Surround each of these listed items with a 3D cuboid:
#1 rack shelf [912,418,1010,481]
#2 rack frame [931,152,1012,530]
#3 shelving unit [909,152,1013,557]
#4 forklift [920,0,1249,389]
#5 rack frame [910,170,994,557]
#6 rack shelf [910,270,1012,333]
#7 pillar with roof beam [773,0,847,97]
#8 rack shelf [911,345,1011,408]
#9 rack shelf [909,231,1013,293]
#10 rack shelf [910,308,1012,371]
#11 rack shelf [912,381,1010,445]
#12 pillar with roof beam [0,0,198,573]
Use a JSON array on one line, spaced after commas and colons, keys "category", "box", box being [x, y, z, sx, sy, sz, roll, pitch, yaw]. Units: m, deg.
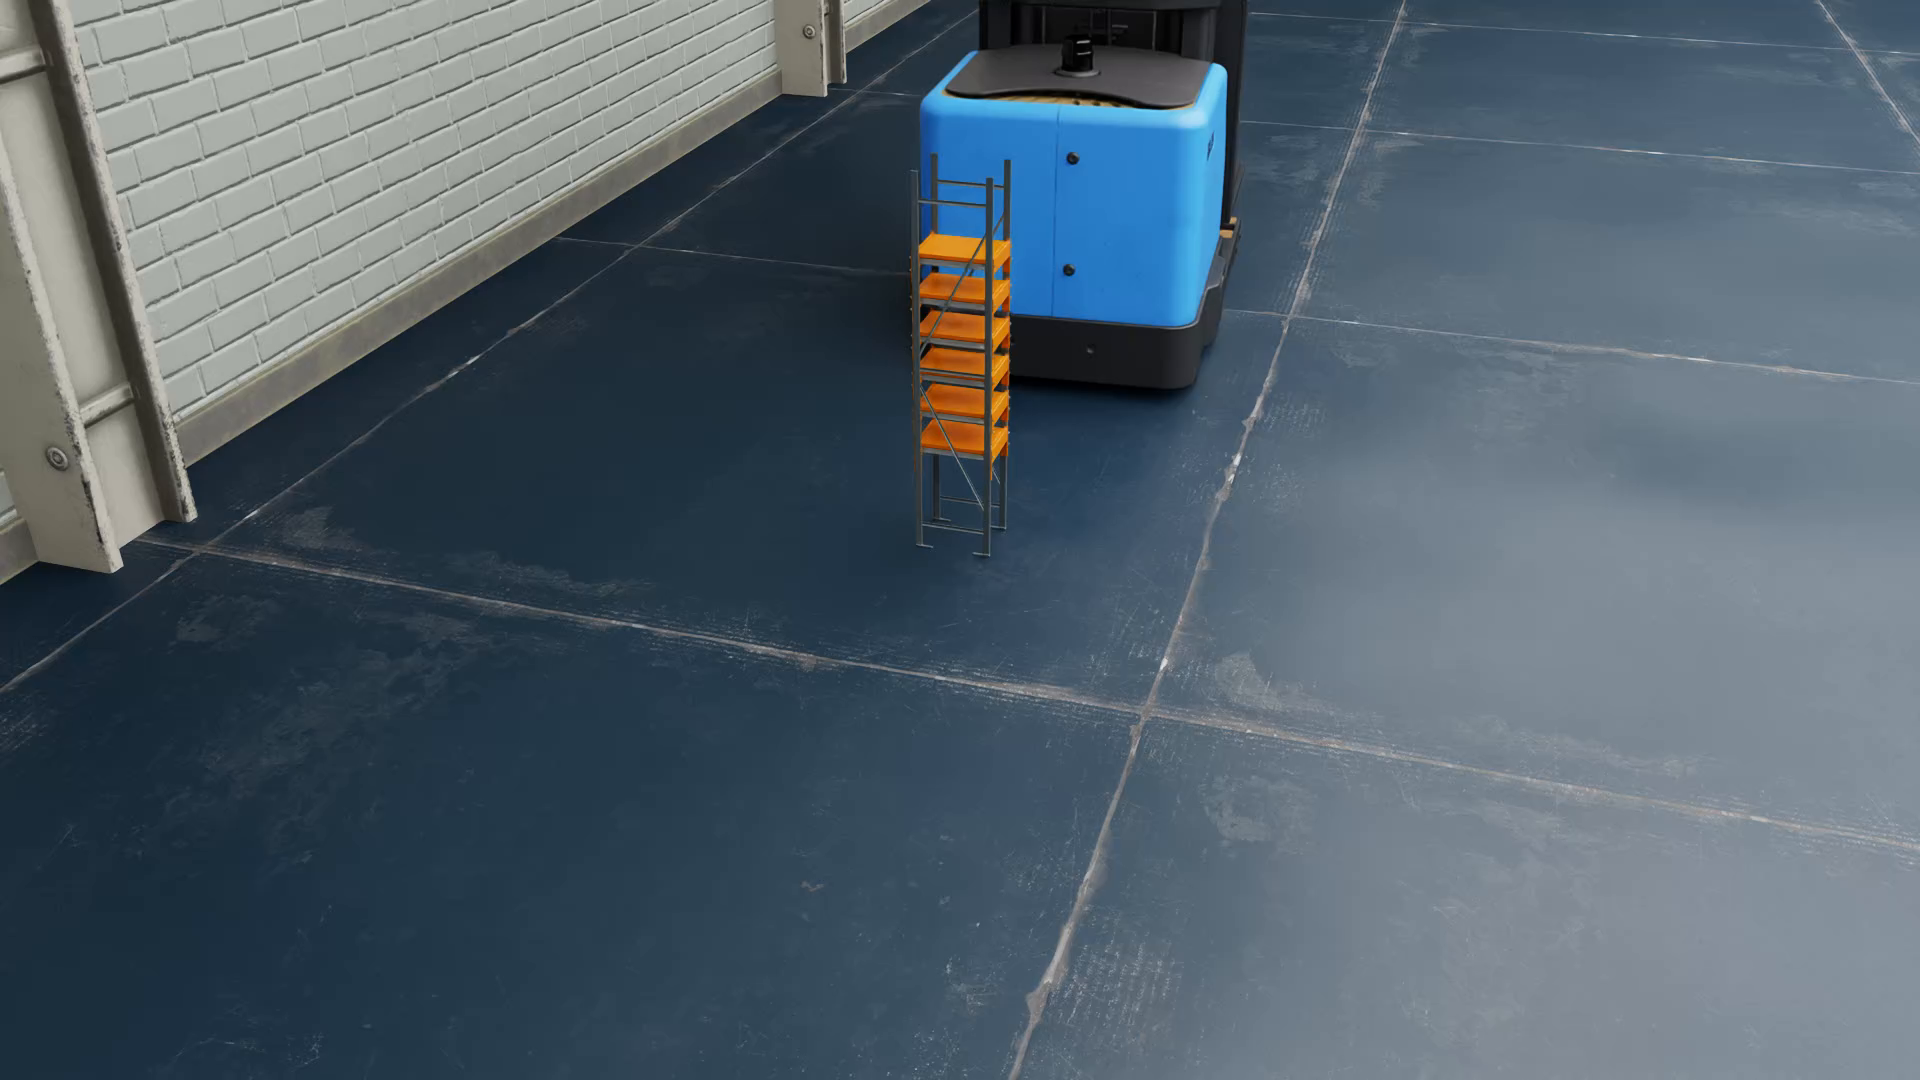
[{"category": "rack shelf", "box": [0.004, -0.282, 5.109, 0.258, 0.103, 0.180, 8, 30, 15]}, {"category": "rack frame", "box": [0.031, -0.574, 5.047, 0.240, 1.200, 0.006, 8, 30, 15]}, {"category": "shelving unit", "box": [0.004, -0.531, 4.970, 0.258, 1.200, 0.189, 8, 30, 15]}, {"category": "forklift", "box": [0.673, -2.534, 6.790, 1.130, 2.935, 3.031, 6, 30, 11]}, {"category": "rack frame", "box": [-0.023, -0.489, 4.894, 0.240, 1.200, 0.006, 8, 30, 15]}, {"category": "rack shelf", "box": [0.004, -0.702, 4.875, 0.258, 0.103, 0.180, 8, 30, 15]}, {"category": "pillar with roof beam", "box": [3.203, -6.118, 6.991, 9.100, 9.000, 0.400, 8, 30, 15]}, {"category": "rack shelf", "box": [0.004, -0.492, 4.992, 0.258, 0.103, 0.180, 8, 30, 15]}, {"category": "rack shelf", "box": [0.004, -0.807, 4.817, 0.258, 0.103, 0.180, 8, 30, 15]}, {"category": "rack shelf", "box": [0.004, -0.597, 4.934, 0.258, 0.103, 0.180, 8, 30, 15]}, {"category": "rack shelf", "box": [0.004, -0.387, 5.050, 0.258, 0.103, 0.180, 8, 30, 15]}, {"category": "pillar with roof beam", "box": [1.441, -3.330, 1.979, 9.100, 9.000, 0.400, 8, 30, 15]}]
